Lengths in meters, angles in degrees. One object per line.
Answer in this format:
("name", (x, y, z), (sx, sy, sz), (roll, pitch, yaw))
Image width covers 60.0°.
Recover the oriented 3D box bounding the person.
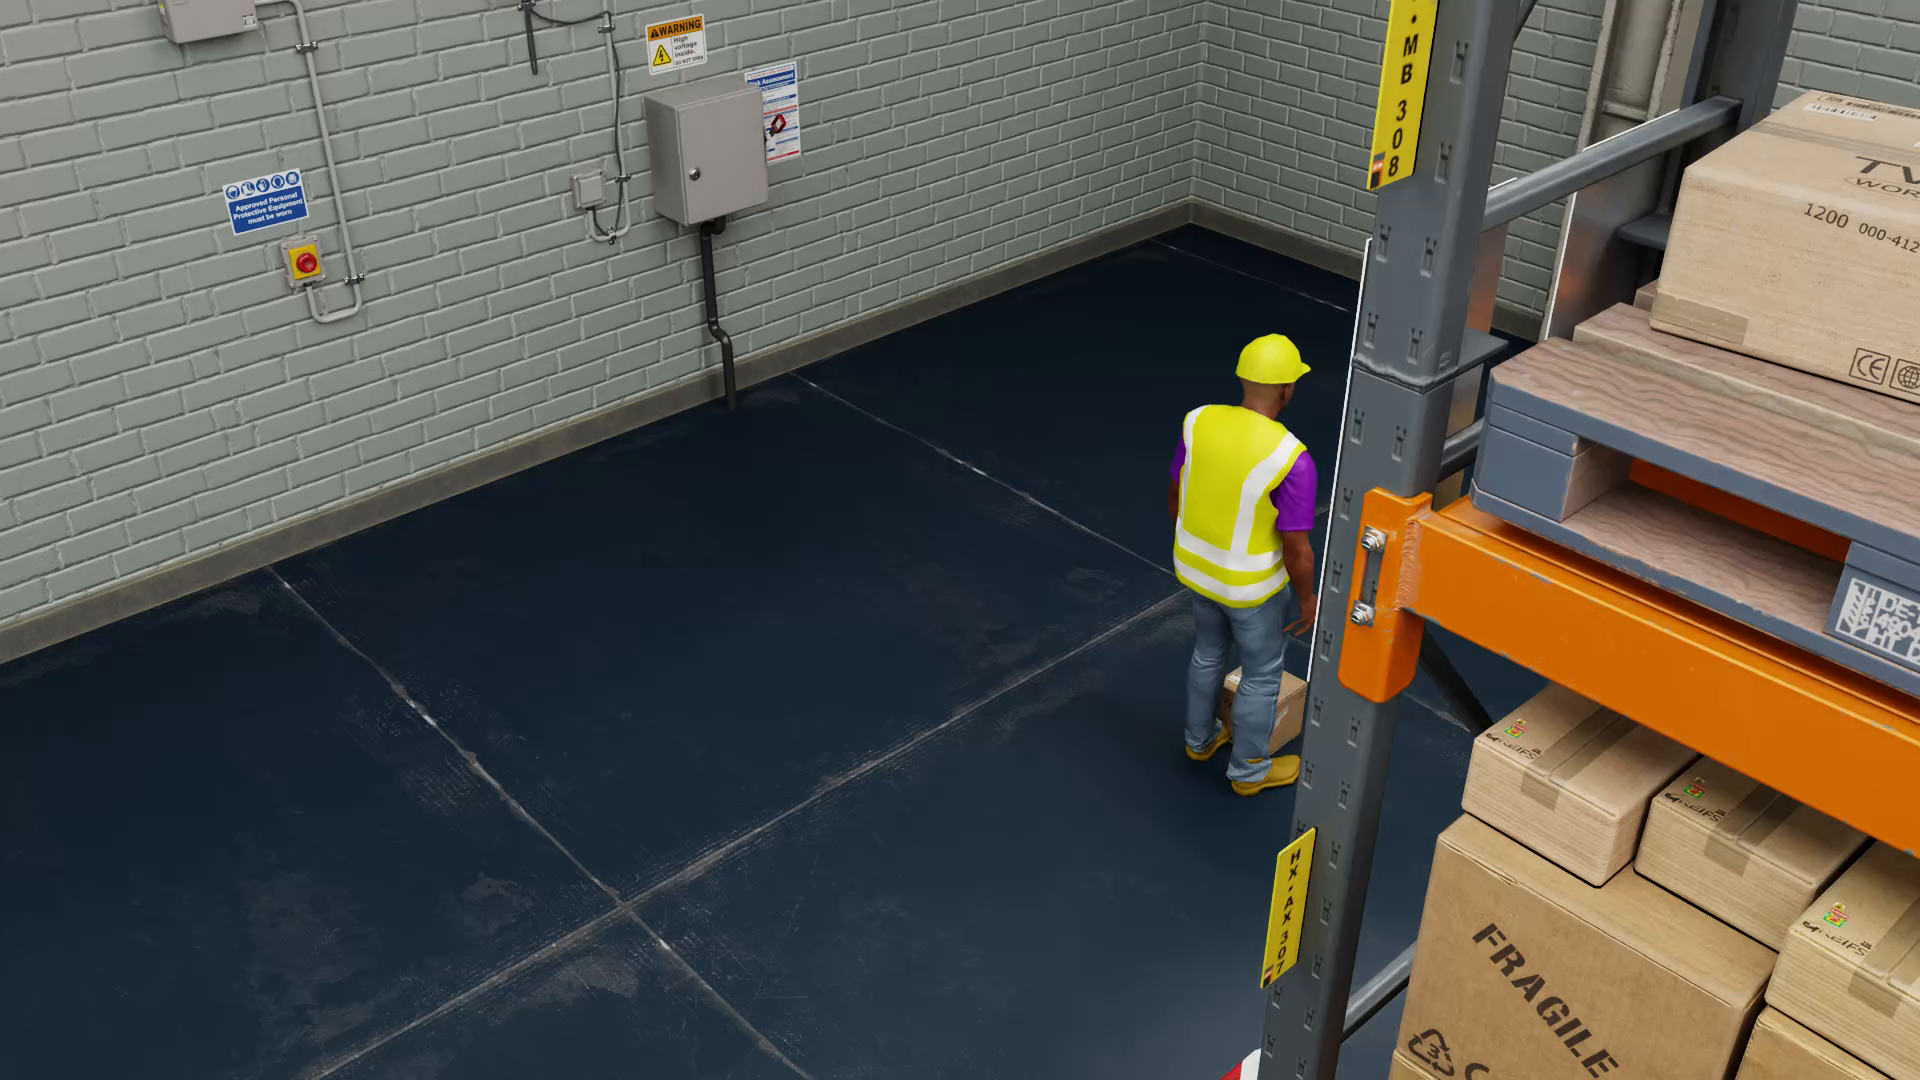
("person", (1.010, 0.101, 5.952), (0.458, 1.761, 0.628), (-26, 40, -35))
